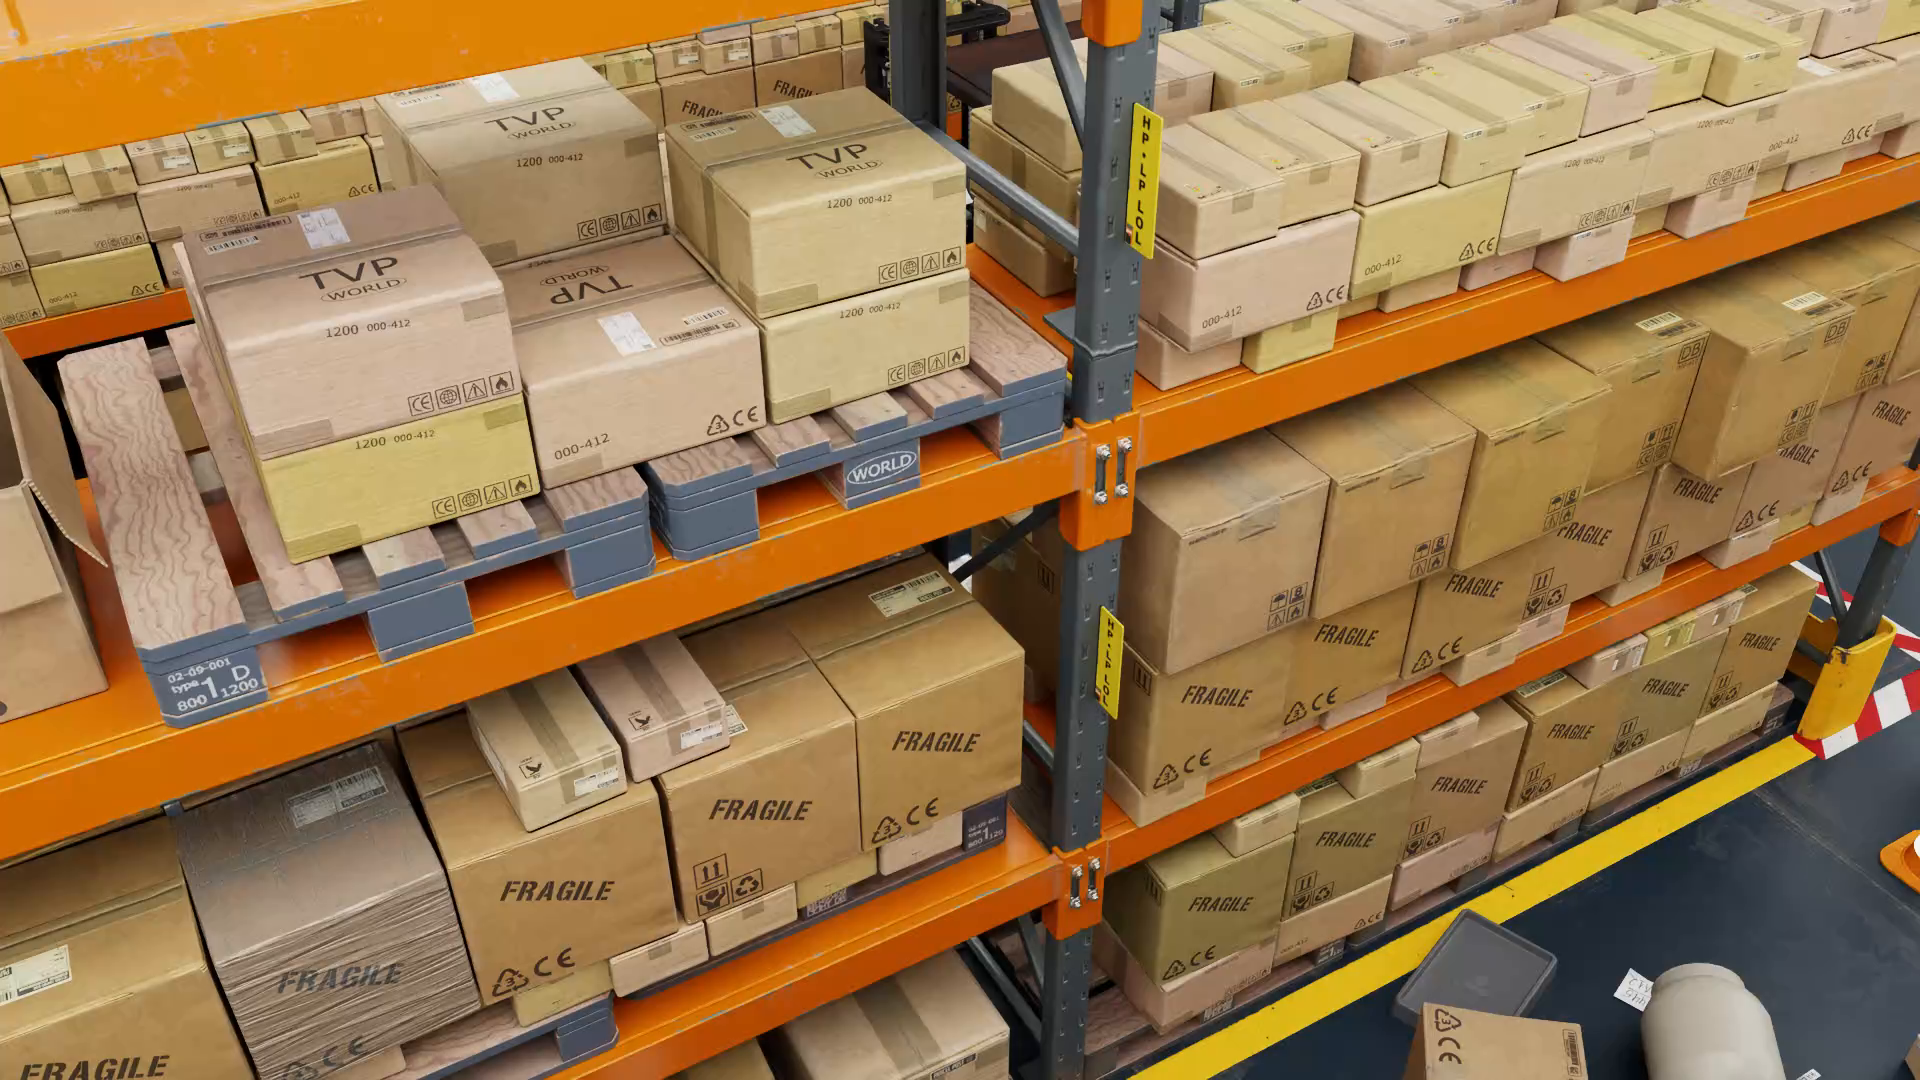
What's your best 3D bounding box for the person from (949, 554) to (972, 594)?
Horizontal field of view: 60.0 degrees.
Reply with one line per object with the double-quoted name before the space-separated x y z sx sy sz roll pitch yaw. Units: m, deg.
"person" -0.078 0.433 7.162 0.898 0.822 0.504 -21 42 -25
